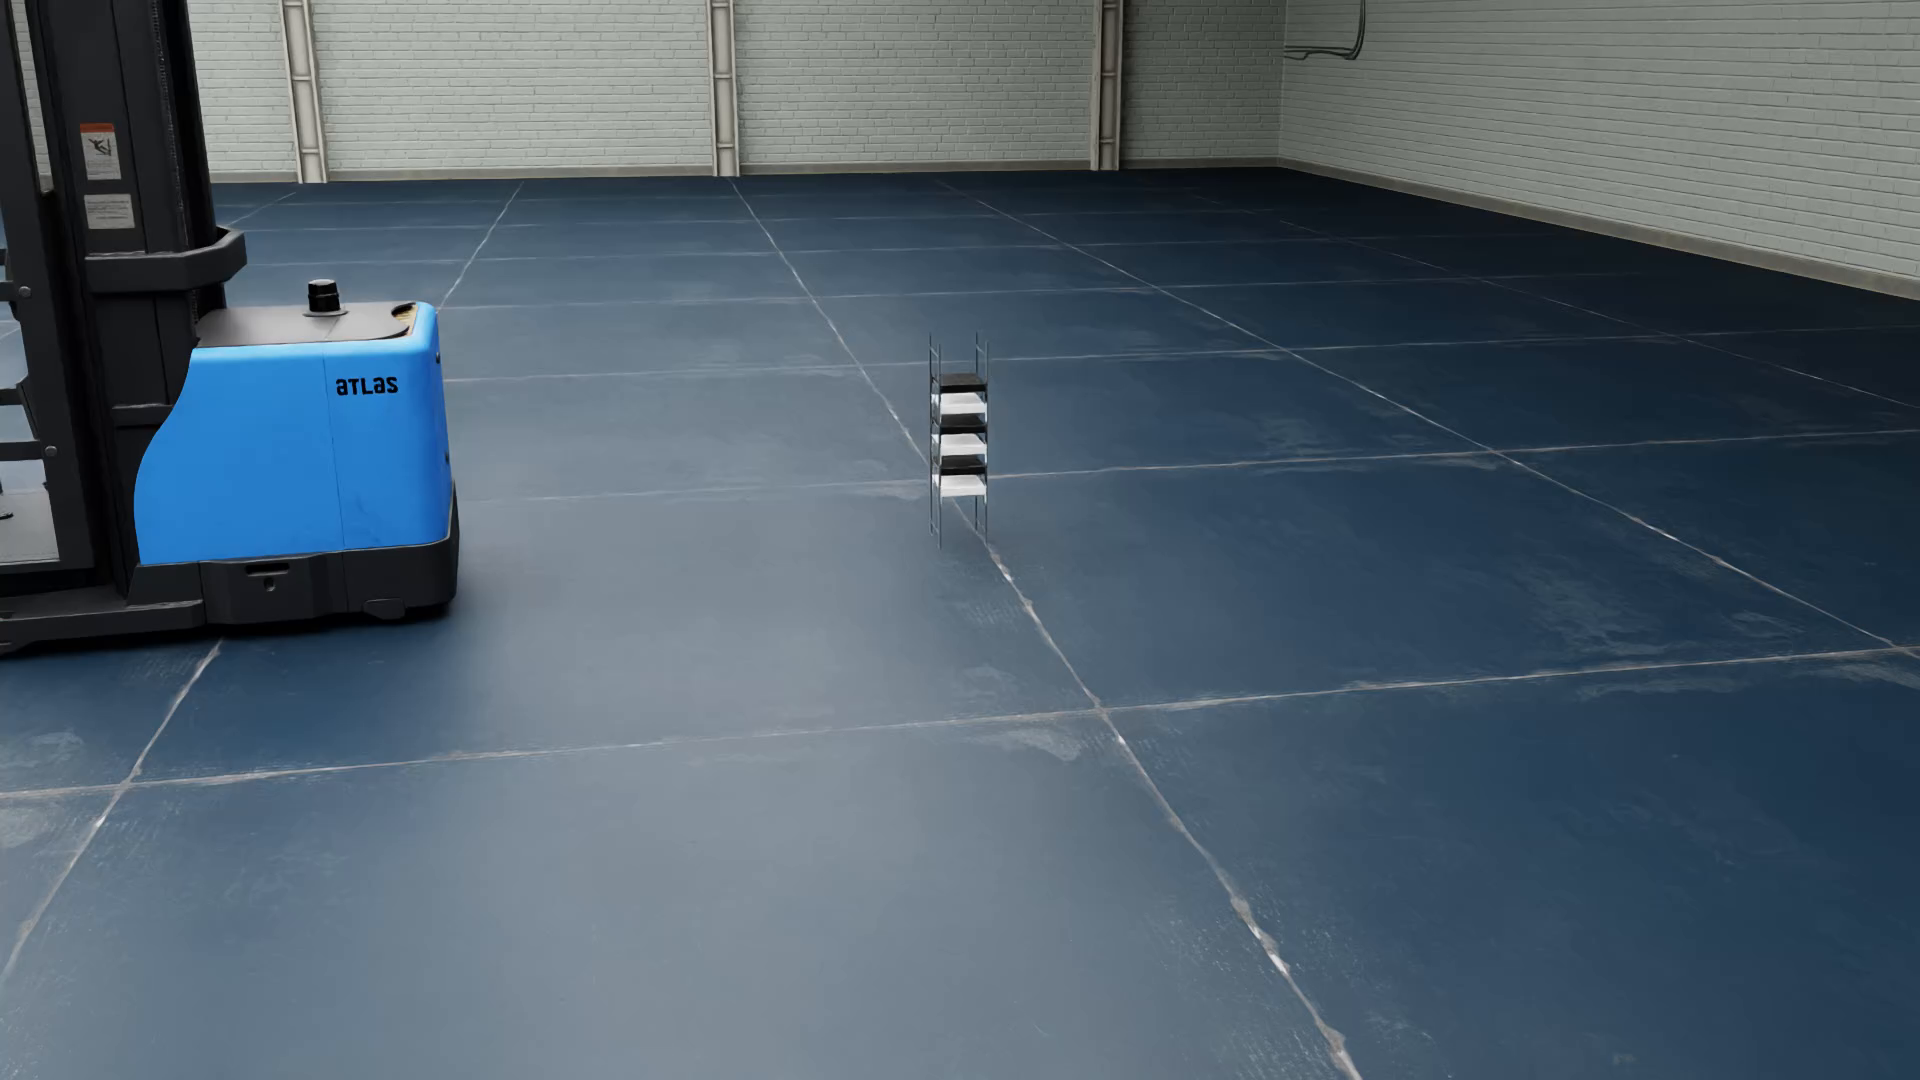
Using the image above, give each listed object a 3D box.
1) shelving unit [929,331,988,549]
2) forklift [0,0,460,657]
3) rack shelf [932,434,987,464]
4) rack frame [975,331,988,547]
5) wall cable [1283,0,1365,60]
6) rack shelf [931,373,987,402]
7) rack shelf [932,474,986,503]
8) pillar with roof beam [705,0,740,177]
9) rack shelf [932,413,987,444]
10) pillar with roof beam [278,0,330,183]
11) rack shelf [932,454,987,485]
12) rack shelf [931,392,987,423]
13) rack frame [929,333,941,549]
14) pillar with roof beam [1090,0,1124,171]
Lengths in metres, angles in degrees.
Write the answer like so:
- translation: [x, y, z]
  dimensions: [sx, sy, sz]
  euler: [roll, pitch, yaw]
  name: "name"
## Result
- translation: [-0.008, -0.430, 7.178]
  dimensions: [0.210, 0.900, 0.258]
  euler: [-3, 17, -10]
  name: "shelving unit"
- translation: [-3.506, -1.124, 5.980]
  dimensions: [3.031, 2.935, 1.130]
  euler: [-5, 18, -14]
  name: "forklift"
- translation: [-0.008, -0.398, 7.188]
  dimensions: [0.200, 0.077, 0.258]
  euler: [-3, 17, -10]
  name: "rack shelf"
- translation: [0.092, -0.435, 7.197]
  dimensions: [0.006, 0.900, 0.240]
  euler: [-3, 17, -10]
  name: "rack frame"
- translation: [5.452, -8.520, 25.012]
  dimensions: [0.112, 2.526, 3.097]
  euler: [-3, 17, -10]
  name: "wall cable"
- translation: [-0.008, -0.656, 7.109]
  dimensions: [0.200, 0.077, 0.258]
  euler: [-3, 17, -10]
  name: "rack shelf"
- translation: [-0.008, -0.226, 7.241]
  dimensions: [0.200, 0.077, 0.258]
  euler: [-3, 17, -10]
  name: "rack shelf"
- translation: [-2.765, -8.646, 20.134]
  dimensions: [0.400, 9.000, 9.100]
  euler: [-3, 17, -10]
  name: "pillar with roof beam"
- translation: [-0.008, -0.484, 7.162]
  dimensions: [0.200, 0.077, 0.258]
  euler: [-3, 17, -10]
  name: "rack shelf"
- translation: [-8.656, -8.312, 19.046]
  dimensions: [0.400, 9.000, 9.100]
  euler: [-3, 17, -10]
  name: "pillar with roof beam"
- translation: [-0.008, -0.312, 7.214]
  dimensions: [0.200, 0.077, 0.258]
  euler: [-3, 17, -10]
  name: "rack shelf"
- translation: [-0.008, -0.570, 7.135]
  dimensions: [0.200, 0.077, 0.258]
  euler: [-3, 17, -10]
  name: "rack shelf"
- translation: [-0.108, -0.424, 7.160]
  dimensions: [0.006, 0.900, 0.240]
  euler: [-3, 17, -10]
  name: "rack frame"
- translation: [3.126, -8.980, 21.222]
  dimensions: [0.400, 9.000, 9.100]
  euler: [-3, 17, -10]
  name: "pillar with roof beam"
